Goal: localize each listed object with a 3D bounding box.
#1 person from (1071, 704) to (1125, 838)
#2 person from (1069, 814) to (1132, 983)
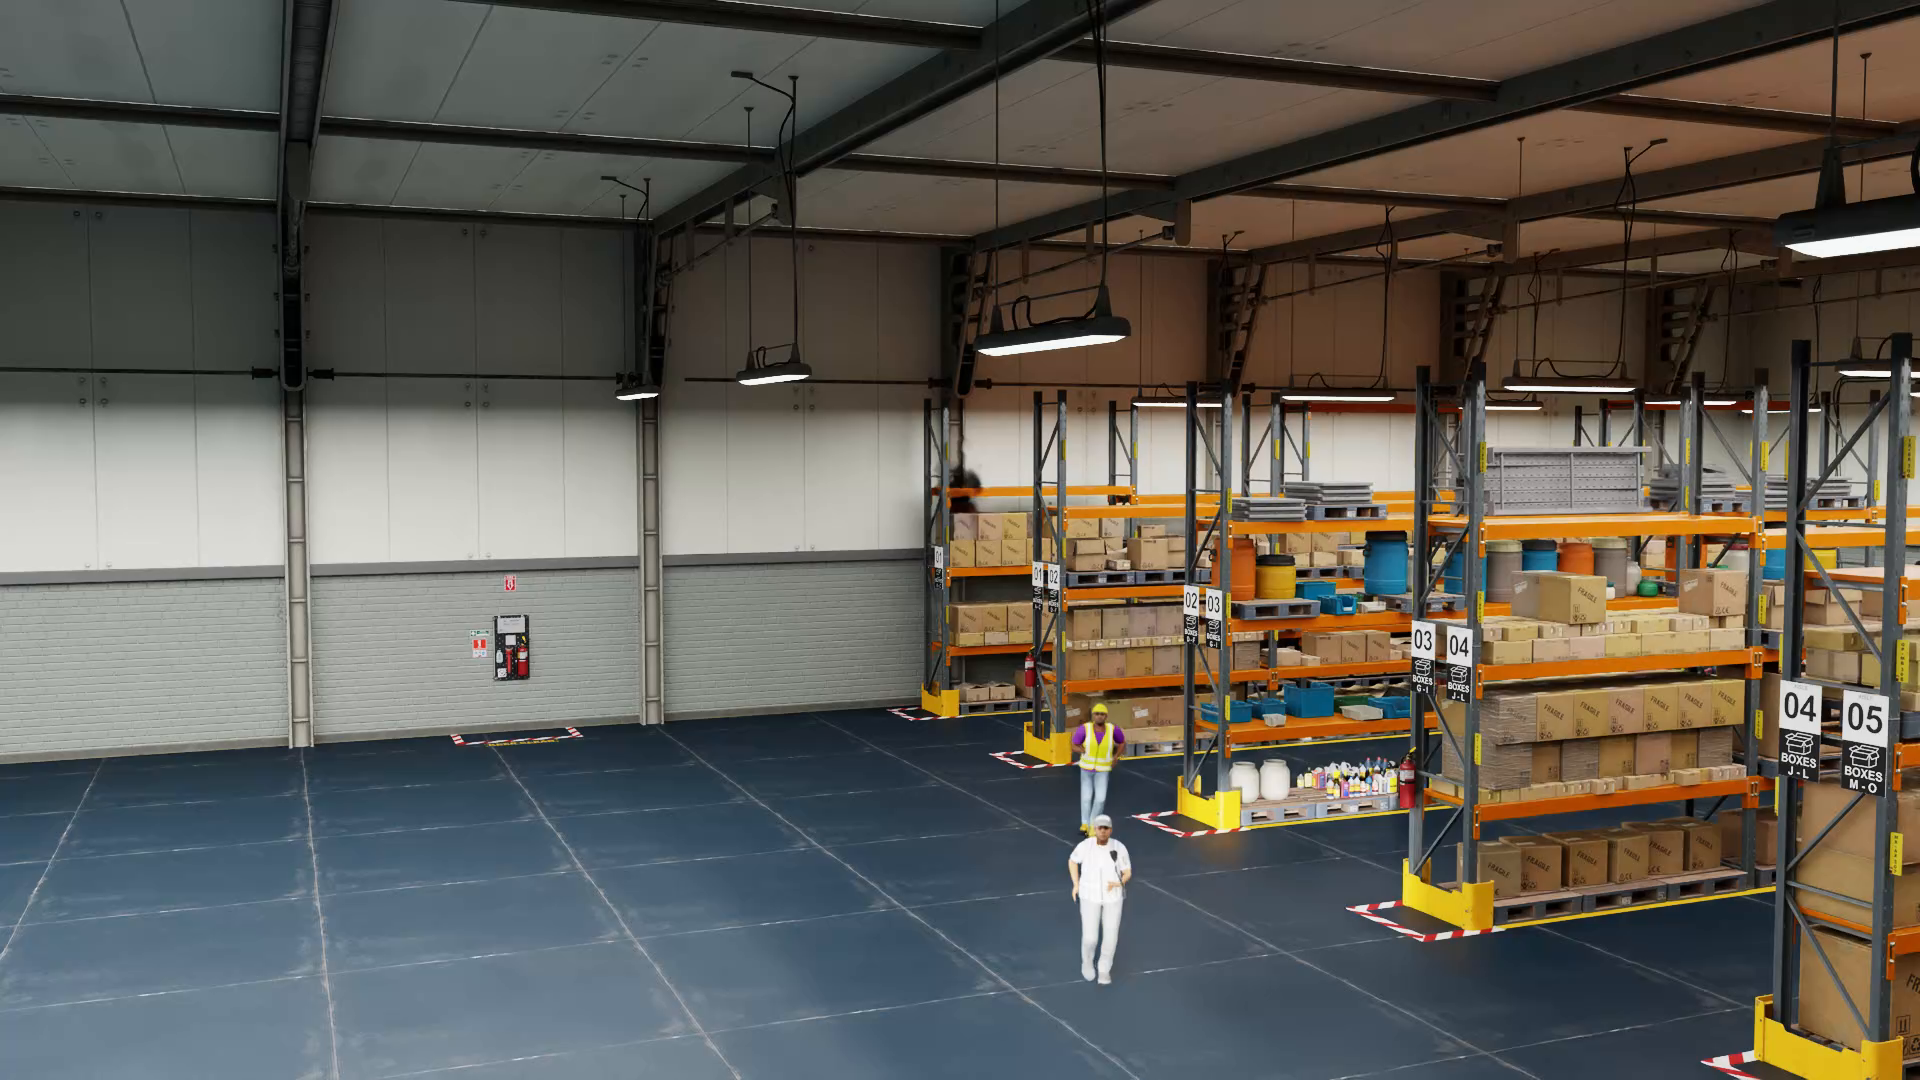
[{"bbox_3d":[1.791,3.025,21.677,0.696,1.806,0.720,1,3,9],"label":"person"},{"bbox_3d":[1.331,3.414,15.737,0.589,1.629,0.590,0,3,1],"label":"person"}]
